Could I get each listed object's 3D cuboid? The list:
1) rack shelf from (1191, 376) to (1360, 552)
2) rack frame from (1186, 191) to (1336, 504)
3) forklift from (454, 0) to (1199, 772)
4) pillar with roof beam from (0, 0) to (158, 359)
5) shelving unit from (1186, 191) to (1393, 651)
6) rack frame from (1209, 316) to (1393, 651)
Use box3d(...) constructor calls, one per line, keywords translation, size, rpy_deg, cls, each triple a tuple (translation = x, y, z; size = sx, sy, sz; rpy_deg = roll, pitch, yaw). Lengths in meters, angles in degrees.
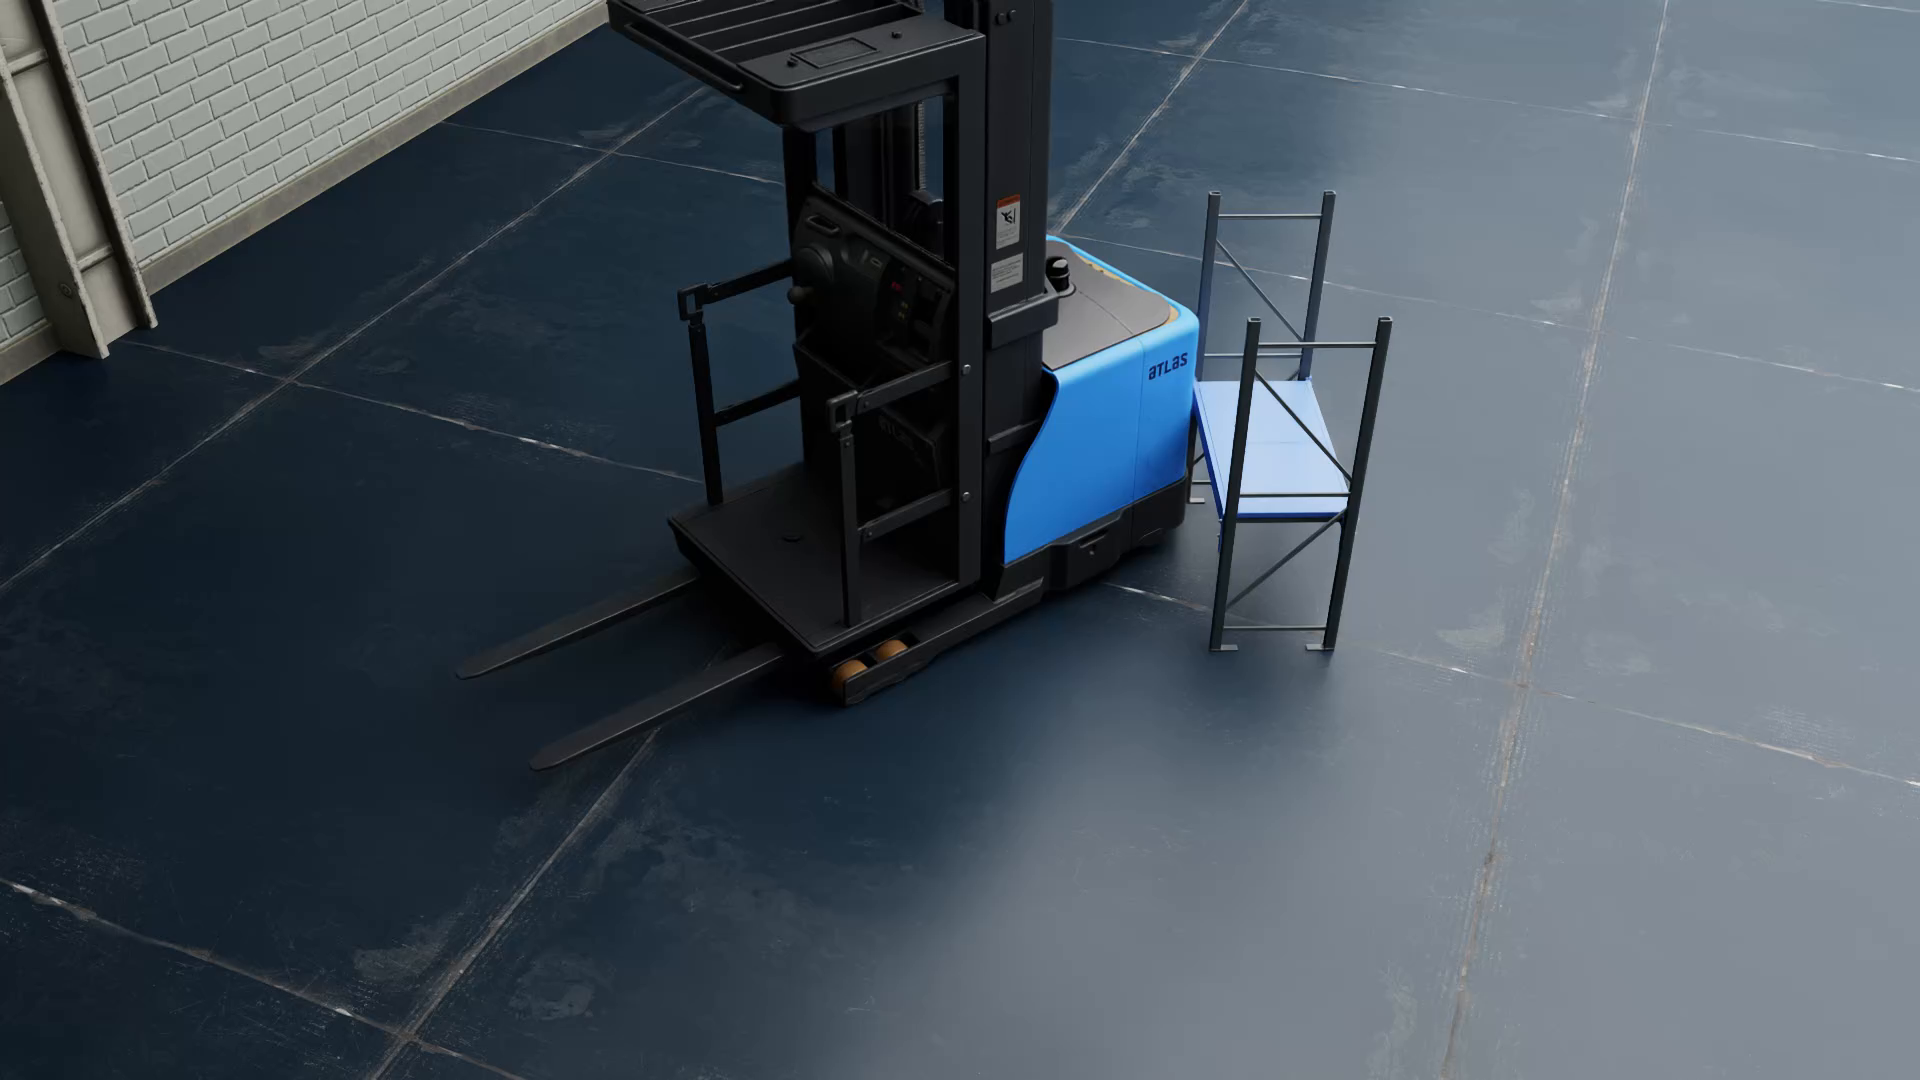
box3d(translation=(1.244, -0.326, 6.734), size=(0.538, 0.185, 1.000), rpy_deg=(0, 37, -1), cls="rack shelf")
box3d(translation=(1.238, -0.774, 7.033), size=(0.500, 1.500, 0.032), rpy_deg=(0, 37, -1), cls="rack frame")
box3d(translation=(-0.495, -0.903, 6.010), size=(3.031, 2.935, 1.130), rpy_deg=(-25, 43, -29), cls="forklift")
box3d(translation=(-0.464, -3.690, 4.671), size=(9.100, 9.000, 0.400), rpy_deg=(14, 39, 18), cls="pillar with roof beam")
box3d(translation=(1.244, -0.470, 6.626), size=(0.538, 1.500, 1.048), rpy_deg=(0, 37, -1), cls="shelving unit")
box3d(translation=(1.250, -0.166, 6.219), size=(0.500, 1.500, 0.032), rpy_deg=(0, 37, -1), cls="rack frame")
